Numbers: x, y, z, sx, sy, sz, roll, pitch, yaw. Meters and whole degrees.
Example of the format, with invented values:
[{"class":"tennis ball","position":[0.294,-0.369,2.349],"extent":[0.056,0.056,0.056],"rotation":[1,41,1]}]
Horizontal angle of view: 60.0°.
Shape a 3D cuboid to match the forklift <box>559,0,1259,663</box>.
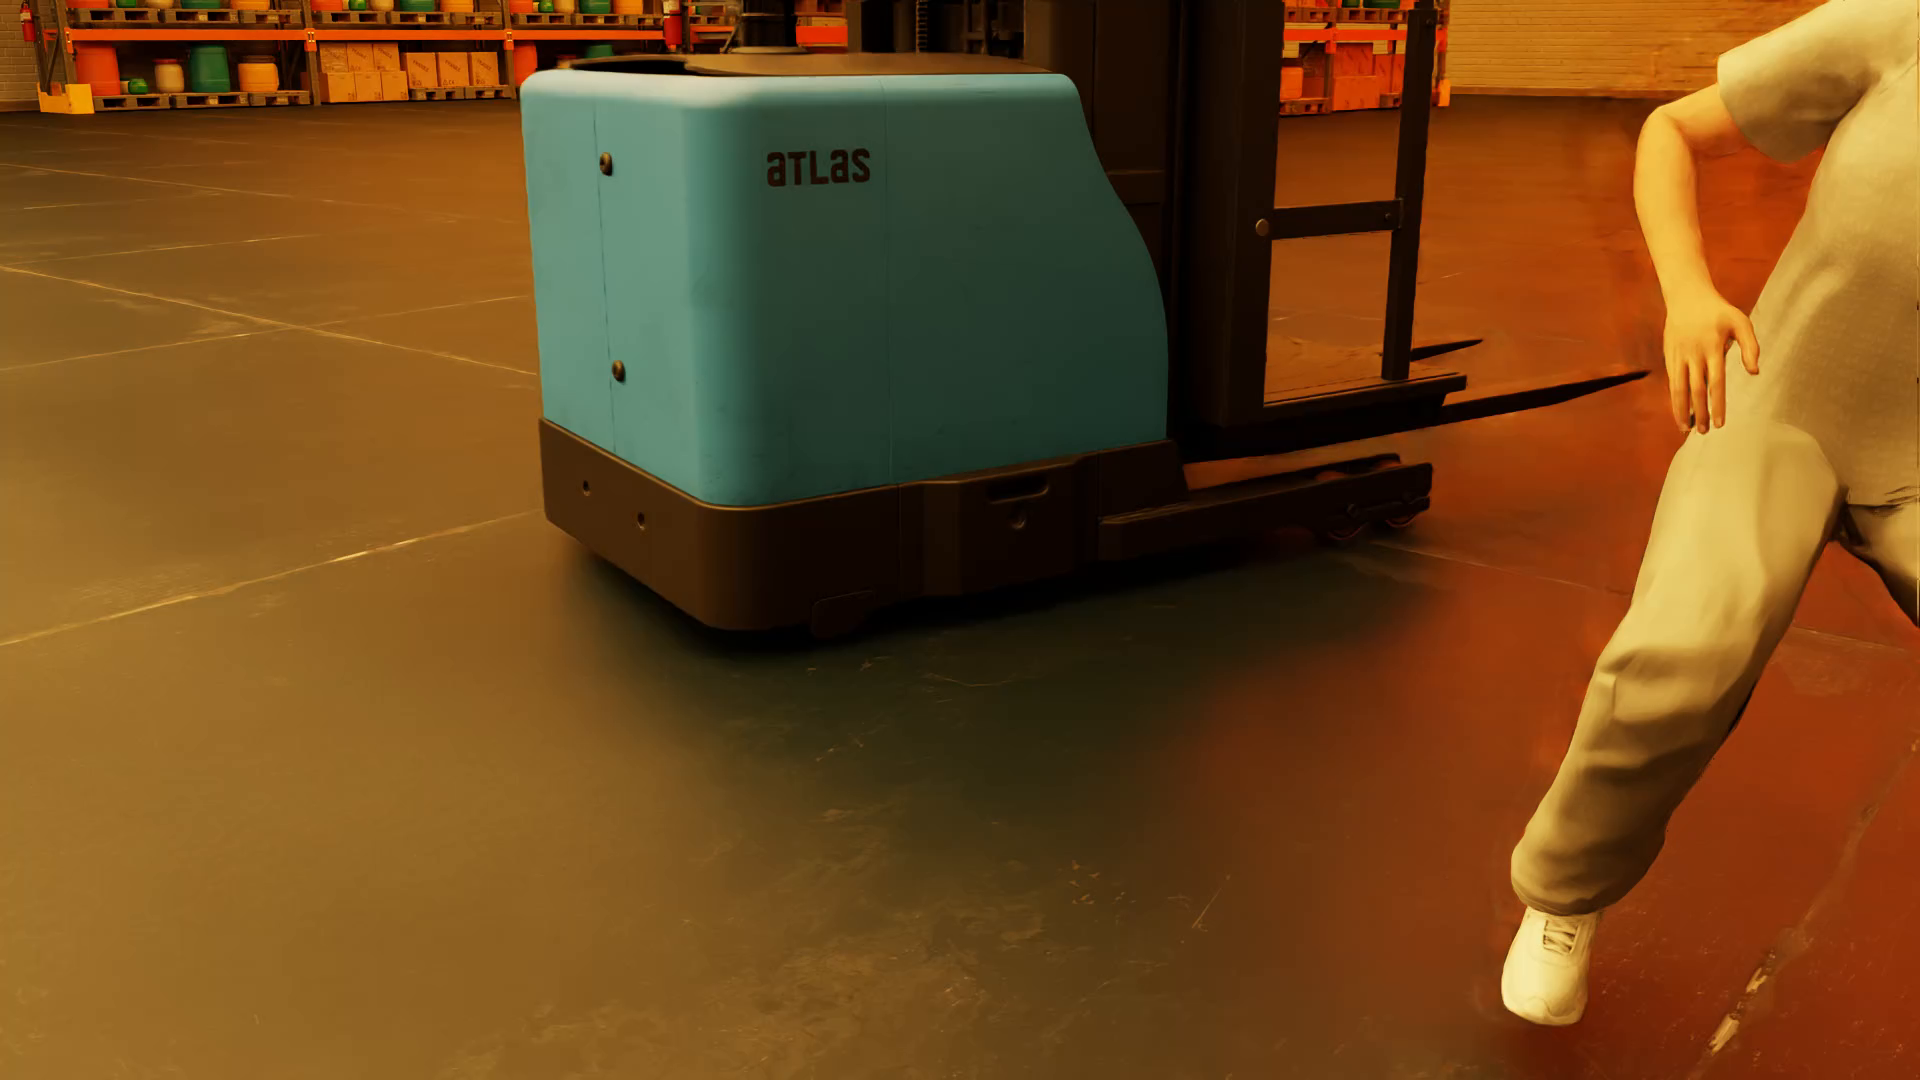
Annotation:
[{"class":"forklift","position":[0.182,-1.571,4.072],"extent":[1.130,2.935,3.031],"rotation":[5,18,17]}]
